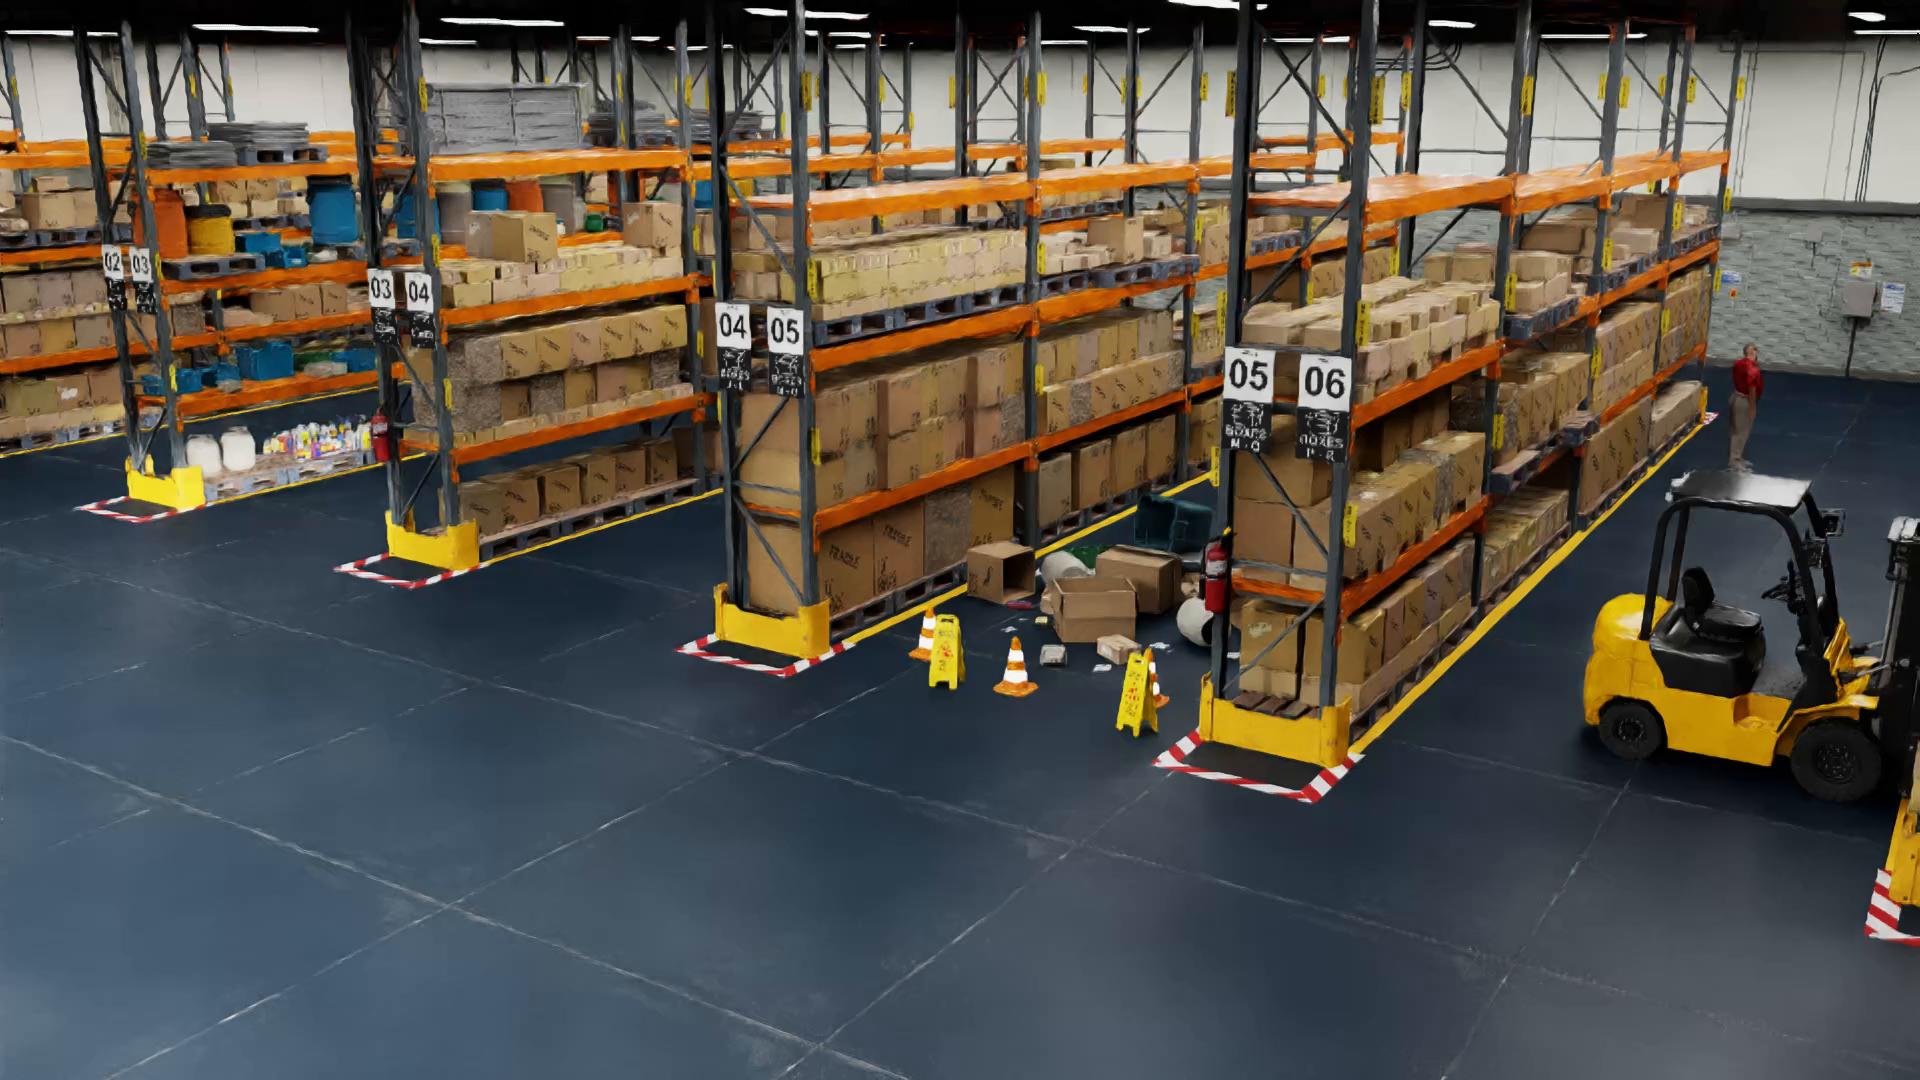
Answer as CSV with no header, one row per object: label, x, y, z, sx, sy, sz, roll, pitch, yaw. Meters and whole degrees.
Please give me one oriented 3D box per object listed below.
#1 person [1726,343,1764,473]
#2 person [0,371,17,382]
person,10.608,-1.800,22.413,0.450,1.731,0.581,1,16,2
person,-14.782,-2.621,25.507,0.597,1.659,0.556,-9,18,-28
